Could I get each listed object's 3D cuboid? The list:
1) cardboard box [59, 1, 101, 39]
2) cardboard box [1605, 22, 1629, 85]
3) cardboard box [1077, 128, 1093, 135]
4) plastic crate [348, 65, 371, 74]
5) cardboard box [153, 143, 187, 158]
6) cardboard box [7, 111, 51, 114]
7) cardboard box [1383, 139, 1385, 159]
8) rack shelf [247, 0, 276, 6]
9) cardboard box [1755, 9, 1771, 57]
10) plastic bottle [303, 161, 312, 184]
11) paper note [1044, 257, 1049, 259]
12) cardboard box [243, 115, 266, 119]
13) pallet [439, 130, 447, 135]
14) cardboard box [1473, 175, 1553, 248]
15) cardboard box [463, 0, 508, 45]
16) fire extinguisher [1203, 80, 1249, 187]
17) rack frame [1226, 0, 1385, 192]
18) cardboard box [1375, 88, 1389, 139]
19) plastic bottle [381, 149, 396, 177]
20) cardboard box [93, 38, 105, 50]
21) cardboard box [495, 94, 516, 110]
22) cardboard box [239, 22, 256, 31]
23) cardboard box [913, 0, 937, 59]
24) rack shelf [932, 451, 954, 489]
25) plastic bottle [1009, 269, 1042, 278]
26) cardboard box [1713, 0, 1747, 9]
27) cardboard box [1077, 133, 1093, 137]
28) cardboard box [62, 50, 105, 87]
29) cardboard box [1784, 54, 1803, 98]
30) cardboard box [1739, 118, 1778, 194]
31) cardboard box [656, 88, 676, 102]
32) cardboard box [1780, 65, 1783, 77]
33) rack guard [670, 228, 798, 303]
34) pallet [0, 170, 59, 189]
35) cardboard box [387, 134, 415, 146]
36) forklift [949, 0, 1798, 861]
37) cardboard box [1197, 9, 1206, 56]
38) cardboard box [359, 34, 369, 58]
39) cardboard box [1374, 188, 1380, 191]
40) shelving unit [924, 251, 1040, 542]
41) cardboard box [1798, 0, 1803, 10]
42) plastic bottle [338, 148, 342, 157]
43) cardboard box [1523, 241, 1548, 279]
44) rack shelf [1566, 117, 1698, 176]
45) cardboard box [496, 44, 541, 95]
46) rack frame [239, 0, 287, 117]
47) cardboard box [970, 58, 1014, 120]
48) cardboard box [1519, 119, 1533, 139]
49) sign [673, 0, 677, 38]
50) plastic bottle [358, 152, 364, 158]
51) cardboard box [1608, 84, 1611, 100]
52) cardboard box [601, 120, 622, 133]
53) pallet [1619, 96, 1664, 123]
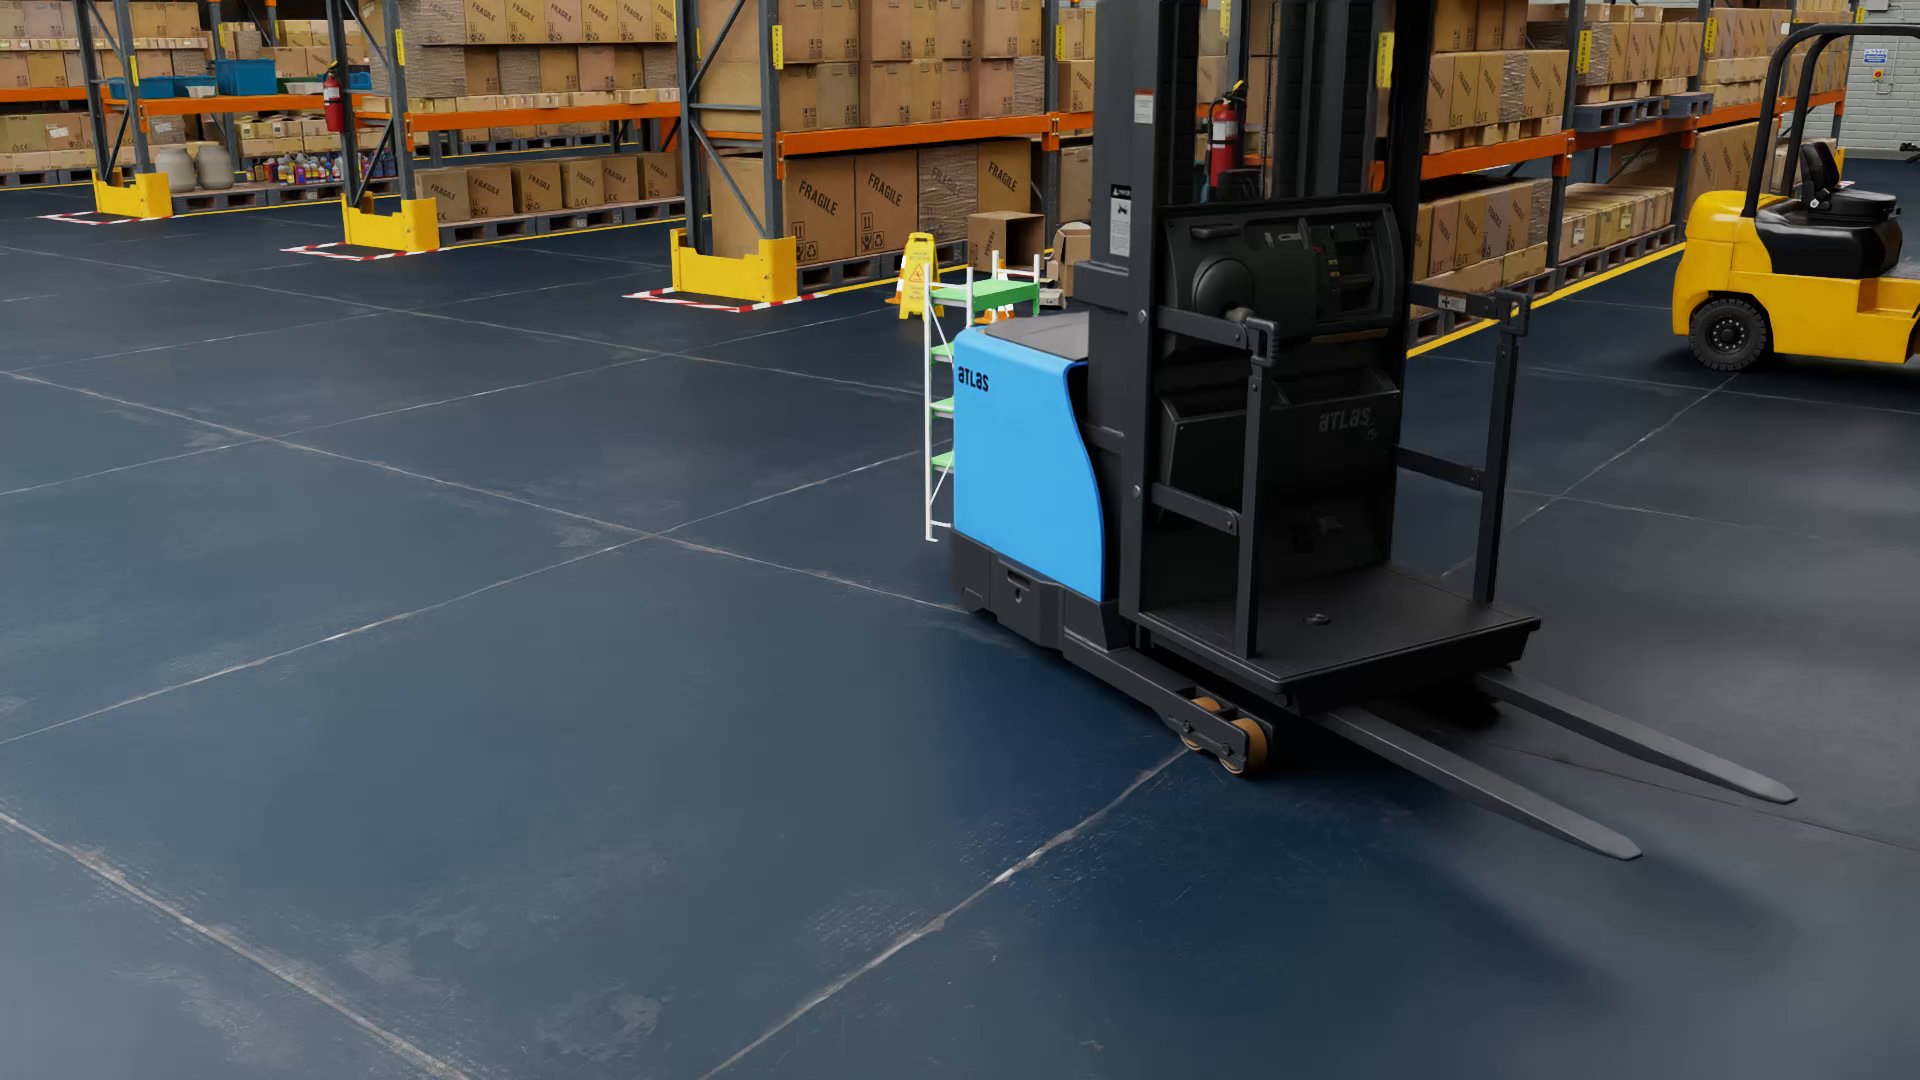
[{"bbox_3d":[-12.514,-7.296,23.324,0.700,0.500,0.500,12,21,35],"label":"cardboard box"},{"bbox_3d":[5.363,-4.162,14.210,0.500,0.500,0.500,12,21,35],"label":"cardboard box"},{"bbox_3d":[1.820,-6.577,26.239,0.875,0.875,0.875,12,21,35],"label":"cardboard box"},{"bbox_3d":[-7.796,-6.086,21.888,0.767,0.338,0.504,12,21,35],"label":"plastic crate"},{"bbox_3d":[-11.764,-5.715,24.517,0.500,0.250,0.500,12,21,35],"label":"cardboard box"},{"bbox_3d":[-13.076,-5.808,23.552,0.500,0.500,0.500,12,21,35],"label":"cardboard box"},{"bbox_3d":[2.679,-2.626,11.064,0.380,0.149,0.250,13,21,35],"label":"cardboard box"},{"bbox_3d":[-11.763,-10.486,32.109,1.077,0.370,4.000,12,21,35],"label":"rack shelf"},{"bbox_3d":[8.637,-5.629,18.459,0.500,0.500,0.500,13,22,36],"label":"cardboard box"},{"bbox_3d":[-8.230,-4.630,20.956,0.097,0.271,0.097,0,17,0],"label":"plastic bottle"},{"bbox_3d":[0.846,-2.704,15.899,0.147,0.020,0.142,-1,17,-3],"label":"paper note"},{"bbox_3d":[-11.041,-6.521,26.168,0.500,0.311,0.500,13,22,36],"label":"cardboard box"},{"bbox_3d":[-10.970,-8.345,33.760,1.003,0.211,1.213,12,21,35],"label":"pallet"},{"bbox_3d":[4.418,-2.648,13.378,0.500,0.500,0.500,12,21,34],"label":"cardboard box"},{"bbox_3d":[-4.937,-5.258,16.761,0.500,0.500,0.500,12,21,35],"label":"cardboard box"},{"bbox_3d":[1.733,-2.656,10.869,0.296,0.674,0.183,12,21,35],"label":"fire extinguisher"},{"bbox_3d":[2.172,-2.639,10.683,1.000,3.000,0.127,12,21,35],"label":"rack frame"},{"bbox_3d":[2.677,-2.892,10.829,0.500,0.500,0.500,12,21,34],"label":"cardboard box"},{"bbox_3d":[-7.534,-4.958,21.878,0.144,0.351,0.185,12,21,33],"label":"plastic bottle"},{"bbox_3d":[-12.261,-6.983,23.410,0.380,0.149,0.250,13,22,36],"label":"cardboard box"},{"bbox_3d":[-4.814,-4.530,17.197,0.380,0.149,0.250,12,21,35],"label":"cardboard box"},{"bbox_3d":[-13.136,-9.401,30.455,0.380,0.149,0.250,9,20,28],"label":"cardboard box"},{"bbox_3d":[-0.704,-4.564,14.809,0.875,0.550,0.500,12,21,35],"label":"cardboard box"},{"bbox_3d":[0.099,-0.322,7.283,0.258,0.148,0.480,12,21,35],"label":"rack shelf"},{"bbox_3d":[0.590,-2.358,14.735,0.283,0.061,0.133,5,18,16],"label":"plastic bottle"},{"bbox_3d":[9.250,-6.461,20.044,0.380,0.149,0.250,12,21,34],"label":"cardboard box"},{"bbox_3d":[1.949,-4.183,18.741,1.050,0.750,0.750,13,21,36],"label":"cardboard box"},{"bbox_3d":[-12.532,-6.667,23.486,0.700,0.500,0.500,13,22,36],"label":"cardboard box"},{"bbox_3d":[9.812,-5.610,20.082,0.500,0.500,0.500,13,22,36],"label":"cardboard box"},{"bbox_3d":[9.017,-4.521,19.618,0.875,0.875,0.875,13,22,36],"label":"cardboard box"},{"bbox_3d":[-3.452,-5.061,18.908,0.380,0.149,0.250,12,21,35],"label":"cardboard box"},{"bbox_3d":[9.254,-5.516,19.358,0.500,0.250,0.500,12,21,35],"label":"cardboard box"},{"bbox_3d":[-1.878,-2.290,13.774,1.175,0.500,0.348,12,21,35],"label":"rack guard"},{"bbox_3d":[-13.319,-4.999,22.985,1.003,0.211,1.213,12,21,35],"label":"pallet"},{"bbox_3d":[-9.396,-6.642,27.503,0.500,0.250,0.500,12,21,34],"label":"cardboard box"},{"bbox_3d":[1.136,-0.853,5.050,1.130,2.935,3.031,-10,20,-29],"label":"forklift"},{"bbox_3d":[2.327,-5.694,18.667,0.700,0.500,0.500,12,21,34],"label":"cardboard box"},{"bbox_3d":[-11.540,-9.557,32.258,0.500,0.500,0.500,13,22,36],"label":"cardboard box"},{"bbox_3d":[2.915,-2.652,12.295,0.380,0.149,0.250,14,22,37],"label":"cardboard box"},{"bbox_3d":[0.099,-0.612,7.193,0.258,1.200,0.503,12,21,35],"label":"shelving unit"},{"bbox_3d":[9.858,-6.425,19.927,0.380,0.149,0.250,13,21,35],"label":"cardboard box"},{"bbox_3d":[-8.196,-5.044,22.153,0.144,0.351,0.185,13,22,36],"label":"plastic bottle"},{"bbox_3d":[4.419,-2.290,13.490,0.500,0.250,0.500,14,22,37],"label":"cardboard box"},{"bbox_3d":[5.747,-3.724,15.391,1.077,0.370,4.000,12,21,35],"label":"rack shelf"},{"bbox_3d":[-4.903,-4.957,17.480,0.875,0.500,0.500,12,21,35],"label":"cardboard box"},{"bbox_3d":[-12.955,-8.921,30.913,1.000,3.000,0.127,12,21,35],"label":"rack frame"},{"bbox_3d":[0.000,-4.289,15.743,0.875,0.550,0.550,12,21,35],"label":"cardboard box"},{"bbox_3d":[4.247,-3.232,13.017,0.380,0.149,0.250,13,21,35],"label":"cardboard box"},{"bbox_3d":[-2.291,-4.254,13.534,0.100,0.325,0.005,12,21,35],"label":"sign"},{"bbox_3d":[-8.008,-5.032,22.227,0.061,0.283,0.133,12,21,35],"label":"plastic bottle"},{"bbox_3d":[5.401,-3.887,14.417,0.380,0.149,0.250,14,22,38],"label":"cardboard box"},{"bbox_3d":[-6.655,-7.847,30.929,0.500,0.500,0.500,12,21,34],"label":"cardboard box"},{"bbox_3d":[5.792,-3.974,15.305,1.003,0.211,1.213,12,21,35],"label":"pallet"}]
